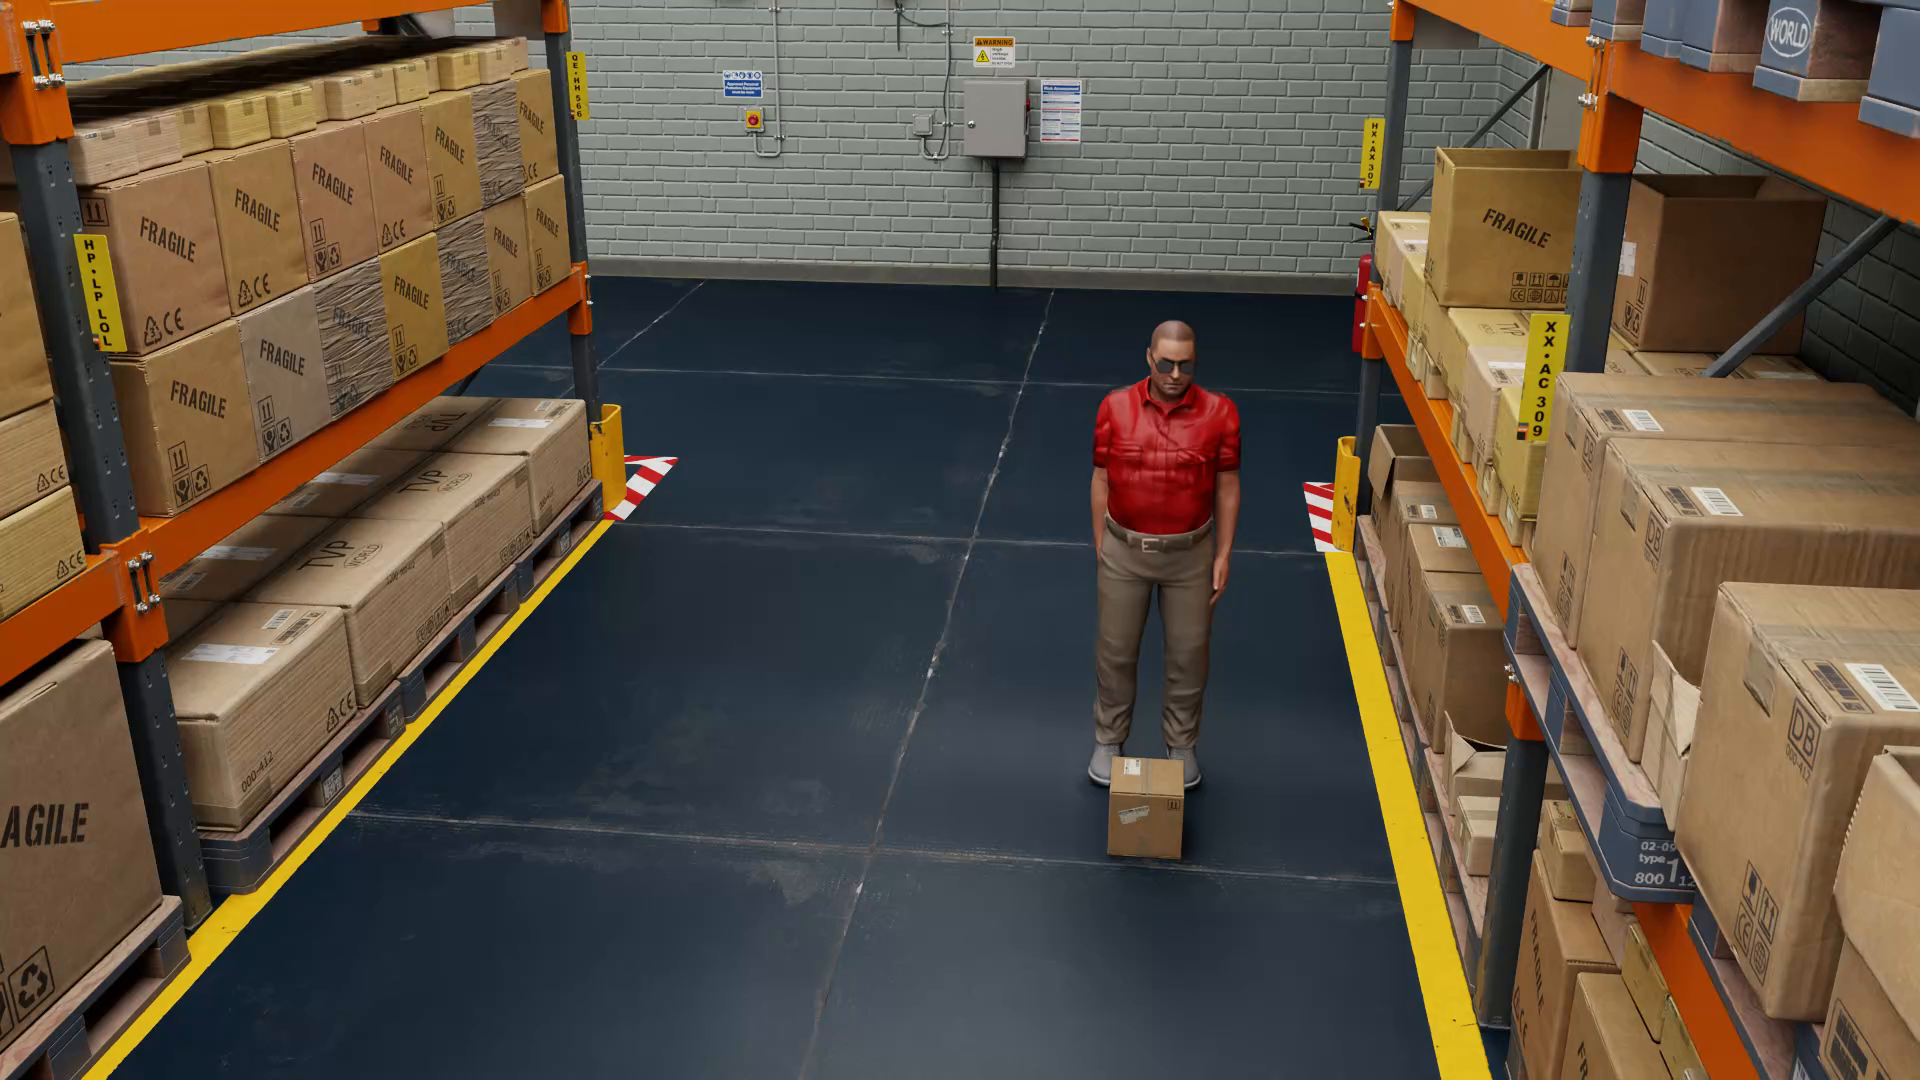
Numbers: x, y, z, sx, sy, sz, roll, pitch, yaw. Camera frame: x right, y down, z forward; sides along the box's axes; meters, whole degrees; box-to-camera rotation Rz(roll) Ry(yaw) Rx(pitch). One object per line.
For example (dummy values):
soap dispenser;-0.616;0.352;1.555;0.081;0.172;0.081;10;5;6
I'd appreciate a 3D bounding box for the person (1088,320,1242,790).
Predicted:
person;0.722;0.067;5.945;0.528;1.722;0.360;3;21;8
